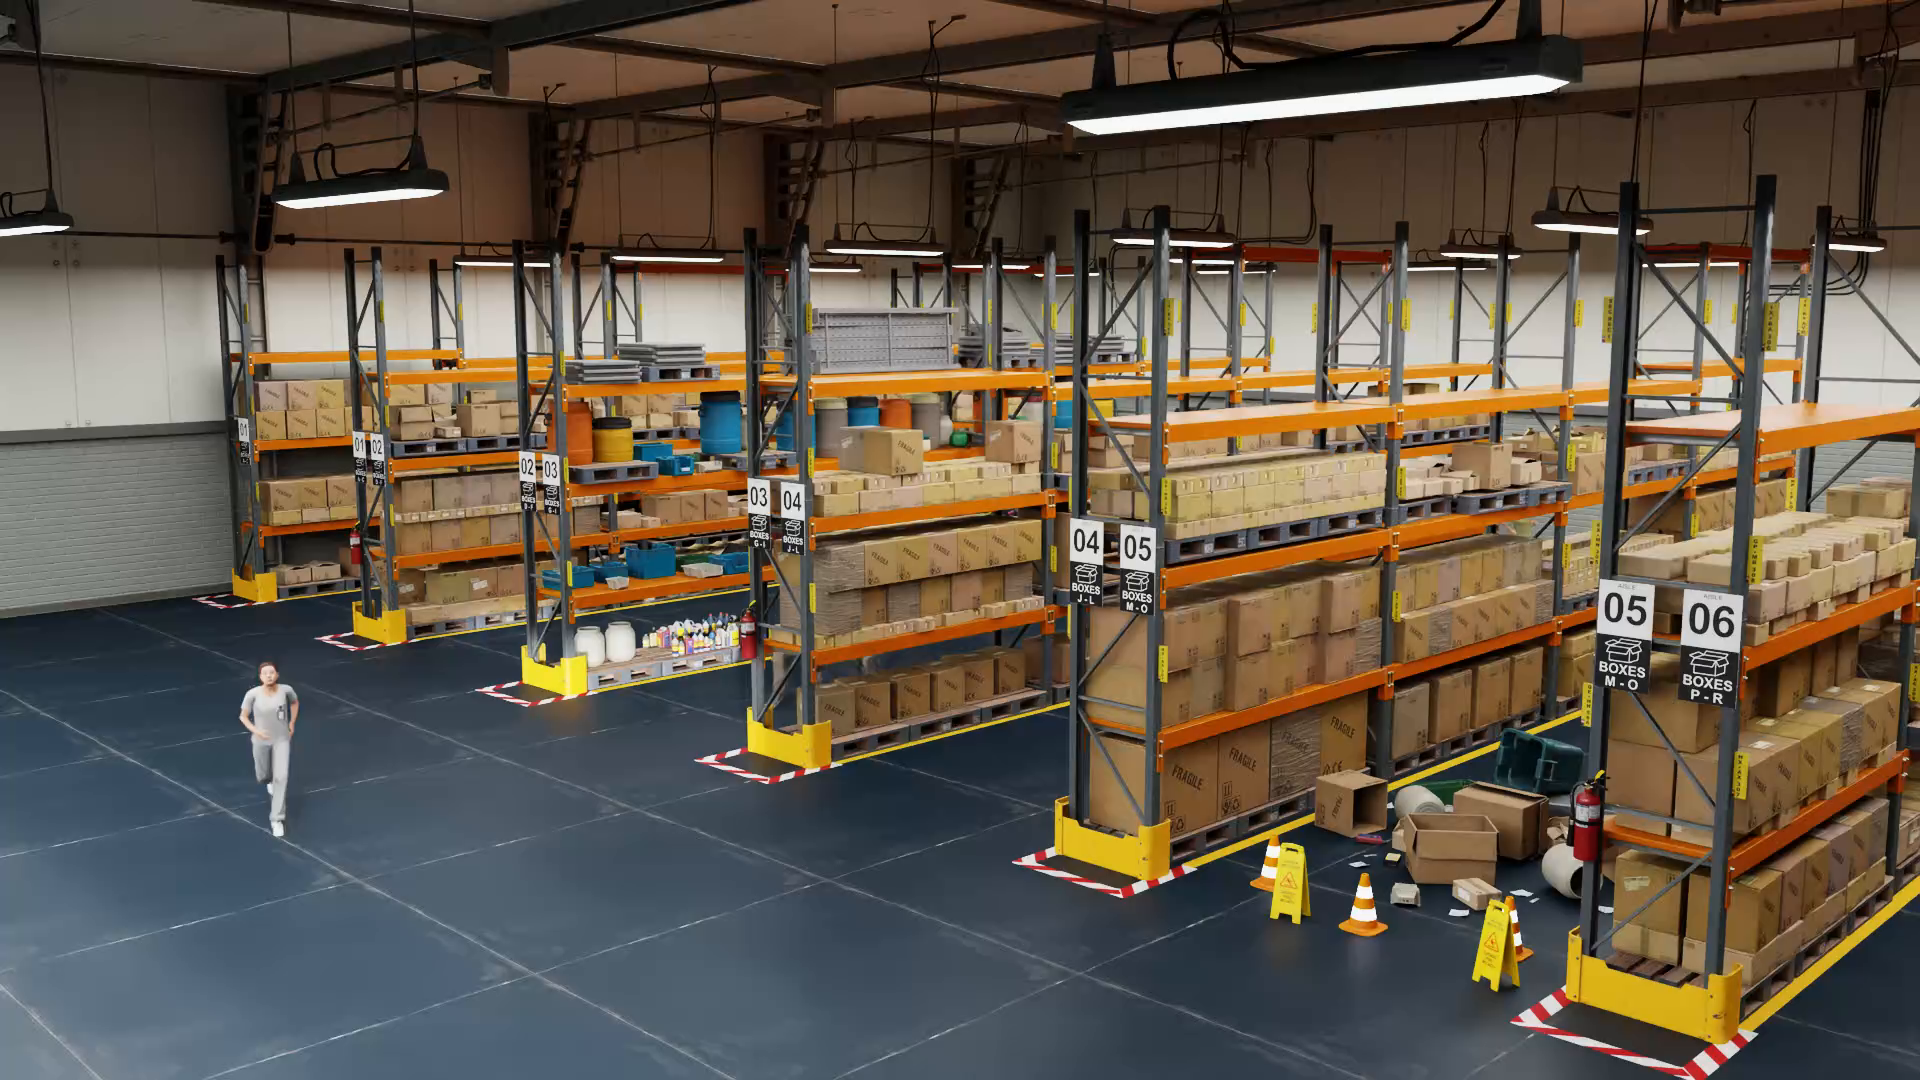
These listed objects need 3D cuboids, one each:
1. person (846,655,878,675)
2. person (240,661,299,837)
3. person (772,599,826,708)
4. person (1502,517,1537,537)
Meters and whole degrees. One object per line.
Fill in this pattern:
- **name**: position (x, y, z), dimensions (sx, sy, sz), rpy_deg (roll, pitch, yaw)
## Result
- **person**: position (-1.257, 1.192, 22.043), dimensions (0.713, 1.735, 0.644), rpy_deg (6, 10, 36)
- **person**: position (-6.884, 2.022, 16.617), dimensions (0.538, 1.663, 1.103), rpy_deg (-3, 9, -18)
- **person**: position (-2.141, 1.272, 21.752), dimensions (0.617, 1.753, 1.123), rpy_deg (4, 9, 29)
- **person**: position (10.349, 0.008, 30.732), dimensions (0.591, 1.681, 0.735), rpy_deg (-5, 9, -31)
